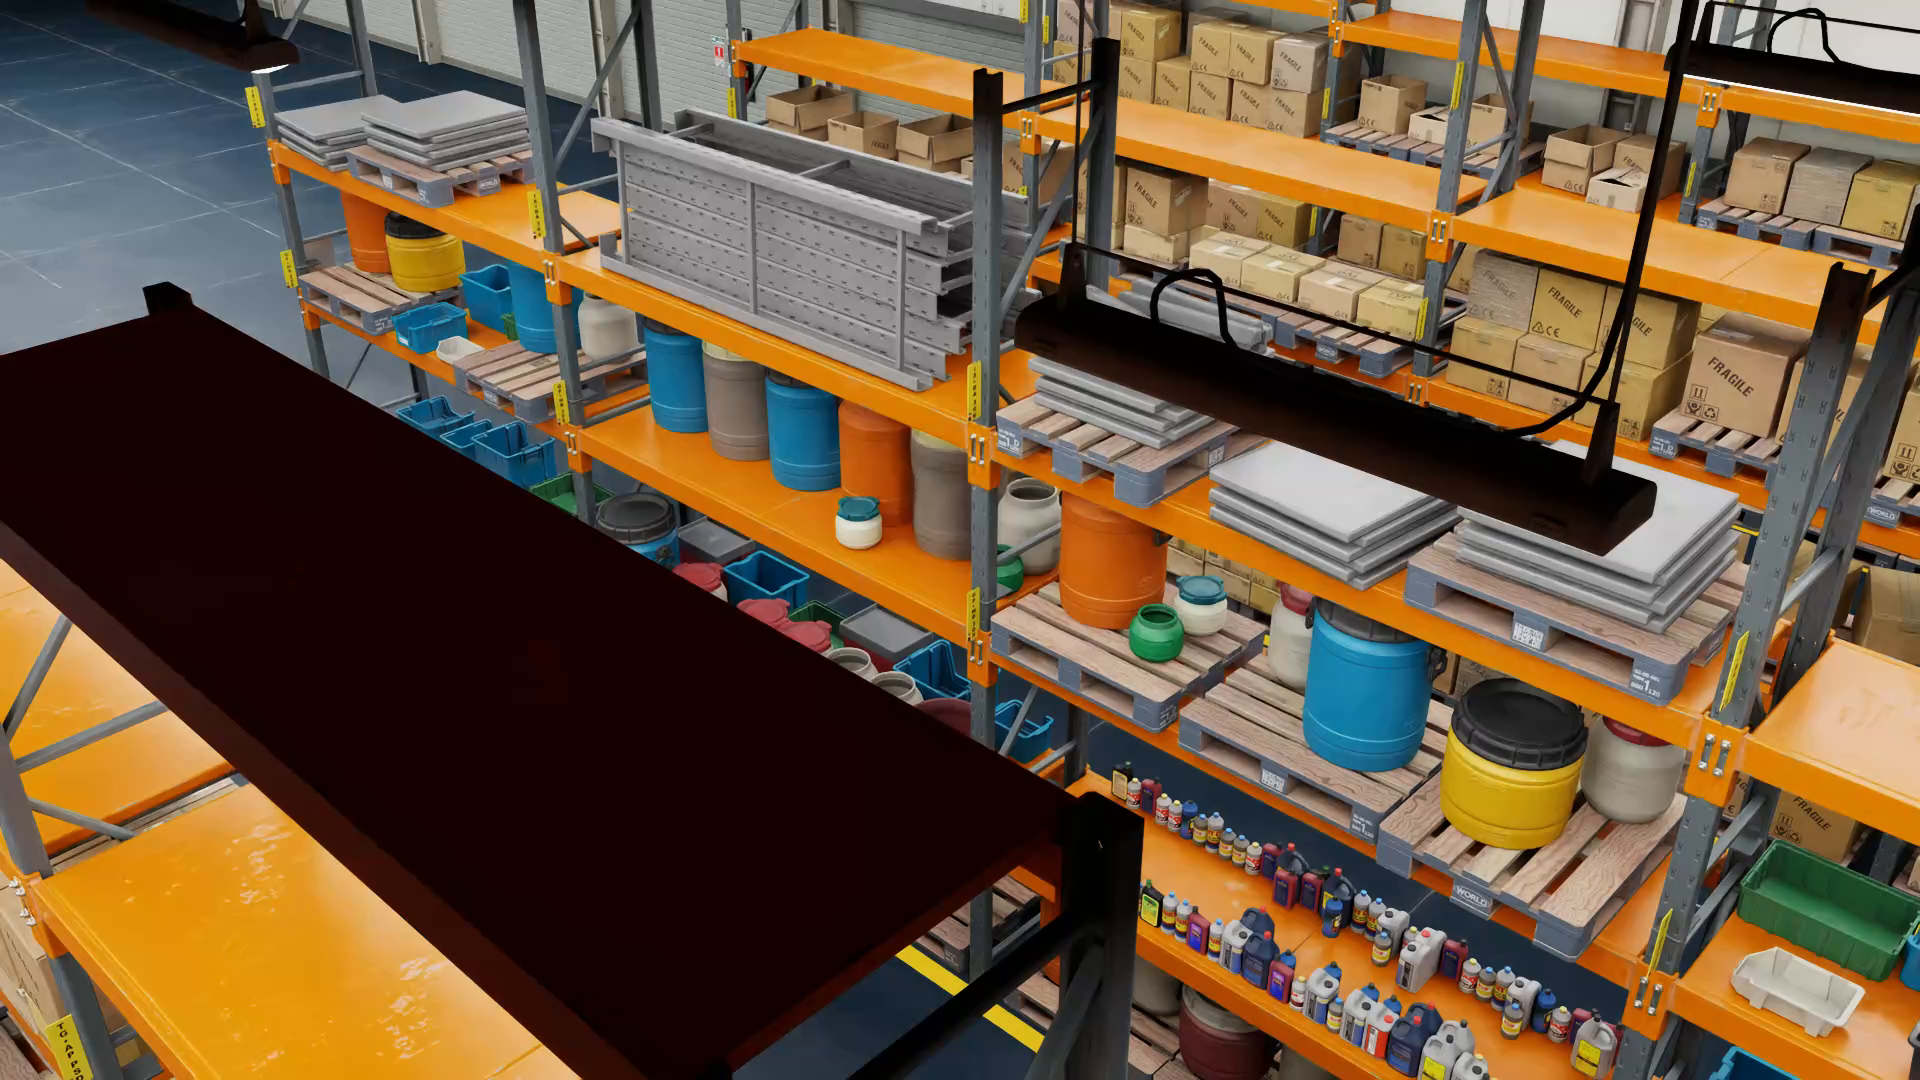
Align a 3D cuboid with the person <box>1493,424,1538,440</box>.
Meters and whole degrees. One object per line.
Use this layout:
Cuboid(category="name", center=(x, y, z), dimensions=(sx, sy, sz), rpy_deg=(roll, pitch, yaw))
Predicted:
Cuboid(category="person", center=(5.432, -1.122, 16.445), dimensions=(1.079, 1.705, 0.678), rpy_deg=(19, 34, 30))
